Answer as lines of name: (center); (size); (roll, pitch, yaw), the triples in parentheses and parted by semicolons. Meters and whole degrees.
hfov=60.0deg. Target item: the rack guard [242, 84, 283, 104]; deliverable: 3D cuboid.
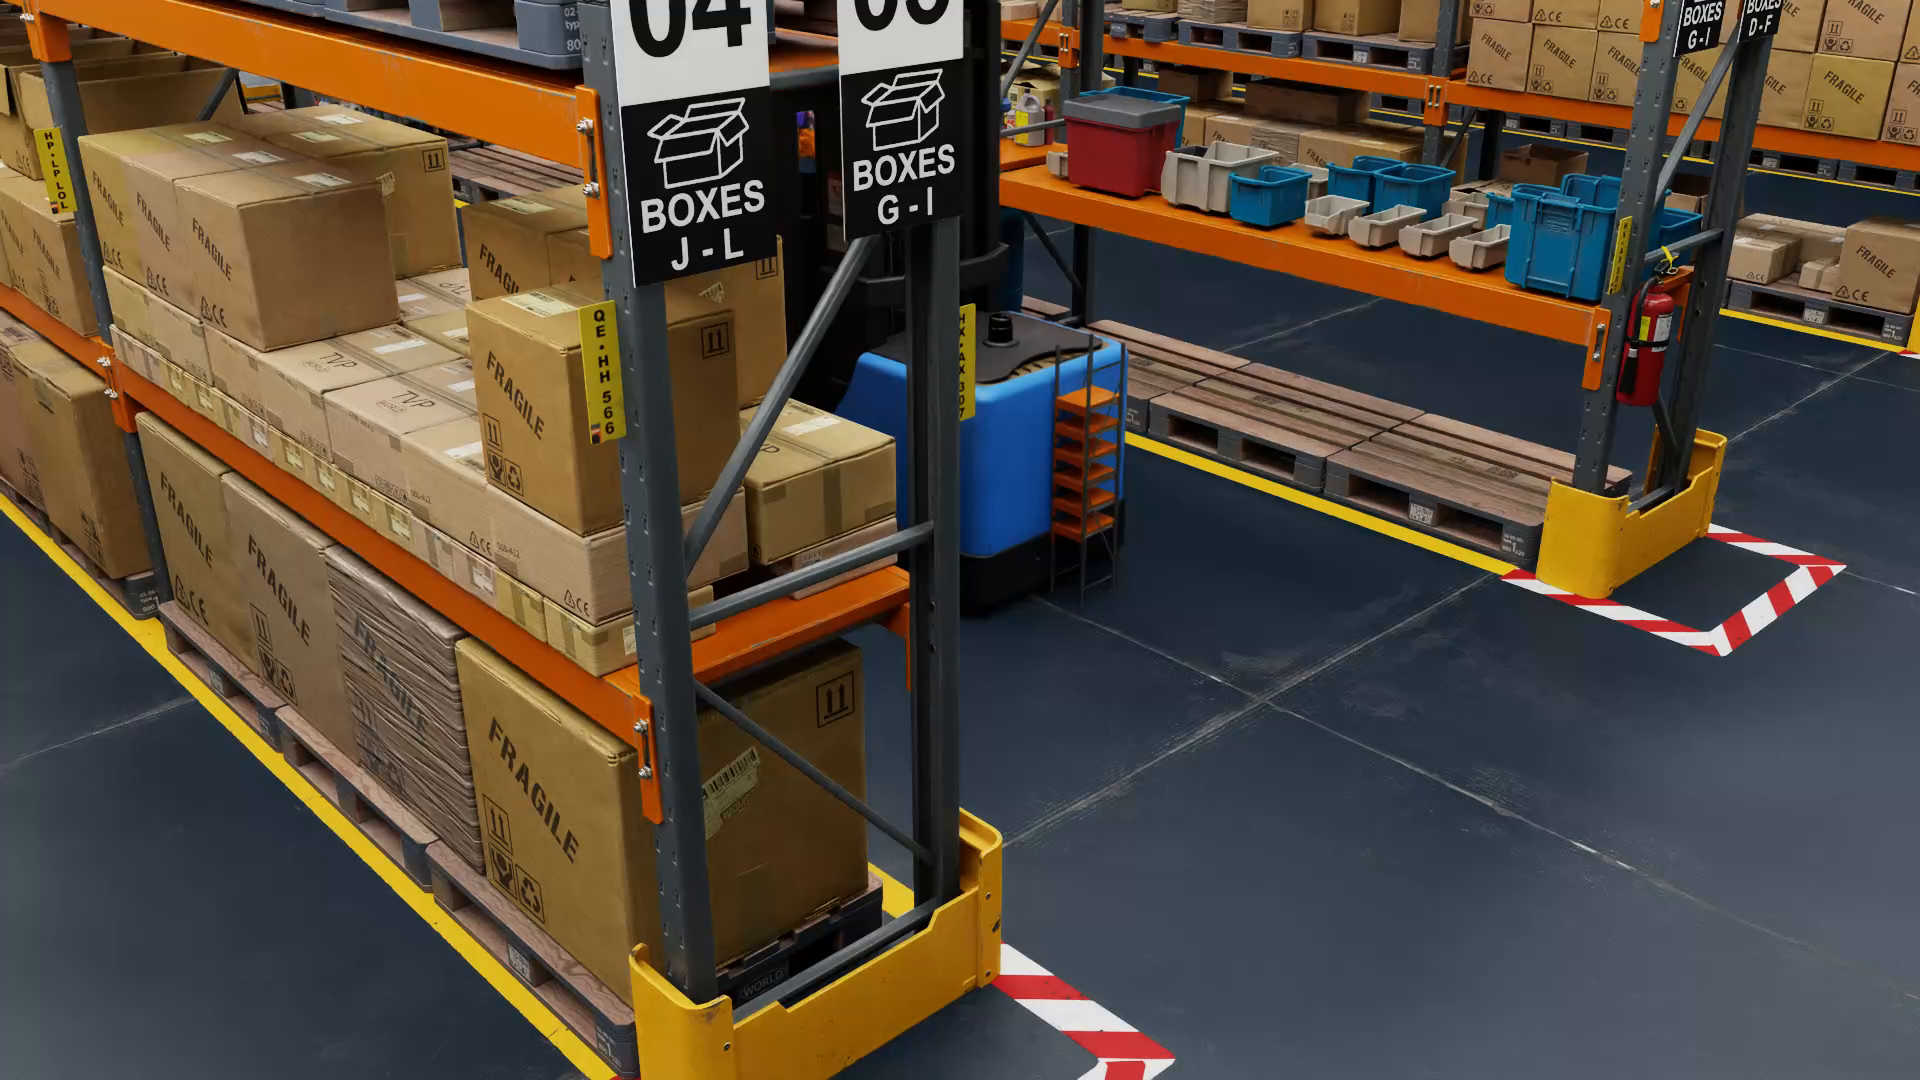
rack guard: (-7.639, -5.001, 18.610); (1.175, 0.500, 0.348); (-21, 32, -38)

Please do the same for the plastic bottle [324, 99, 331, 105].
plastic bottle: (-6.411, -4.335, 16.896); (0.097, 0.271, 0.097); (0, 25, 0)

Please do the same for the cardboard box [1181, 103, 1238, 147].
cardboard box: (2.164, -3.662, 15.145); (0.500, 0.500, 0.500); (-22, 32, -39)

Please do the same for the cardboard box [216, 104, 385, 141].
cardboard box: (-2.630, -1.452, 6.738); (0.500, 0.500, 0.500); (-20, 31, -37)

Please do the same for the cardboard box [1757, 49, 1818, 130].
cardboard box: (5.630, -3.118, 11.349); (0.500, 0.500, 0.500); (-21, 32, -38)

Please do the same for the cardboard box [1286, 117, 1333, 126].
cardboard box: (3.233, -3.507, 14.805); (0.500, 0.500, 0.500); (-21, 32, -38)

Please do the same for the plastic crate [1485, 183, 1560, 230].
plastic crate: (2.832, -1.619, 8.315); (0.416, 0.233, 0.300); (-21, 32, -38)

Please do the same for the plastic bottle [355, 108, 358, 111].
plastic bottle: (-5.915, -4.110, 16.387); (0.061, 0.283, 0.133); (-19, 30, -35)

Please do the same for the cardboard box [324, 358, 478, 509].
cardboard box: (-1.624, -0.342, 5.208); (0.500, 0.250, 0.500); (22, 33, 40)

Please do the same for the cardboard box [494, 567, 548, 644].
cardboard box: (-1.068, 0.126, 4.662); (0.380, 0.149, 0.250); (-21, 32, -38)

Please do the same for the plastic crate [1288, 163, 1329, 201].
plastic crate: (1.886, -1.978, 9.216); (0.293, 0.136, 0.466); (-21, 32, -38)

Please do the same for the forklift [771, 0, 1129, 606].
forklift: (-0.599, -1.556, 8.129); (1.130, 2.935, 3.031); (-22, 33, -40)

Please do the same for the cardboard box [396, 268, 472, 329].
cardboard box: (-1.941, -0.805, 6.222); (0.500, 0.250, 0.500); (-20, 32, -37)

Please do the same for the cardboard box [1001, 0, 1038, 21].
cardboard box: (0.544, -5.208, 16.355); (0.380, 0.149, 0.250); (-21, 32, -38)

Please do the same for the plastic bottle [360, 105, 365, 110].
plastic bottle: (-5.937, -4.207, 16.600); (0.061, 0.283, 0.133); (-21, 32, -38)

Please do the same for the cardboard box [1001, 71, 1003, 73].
cardboard box: (0.120, -4.722, 17.117); (0.500, 0.311, 0.500); (-21, 32, -39)

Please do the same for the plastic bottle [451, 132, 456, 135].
plastic bottle: (-5.028, -4.146, 16.565); (0.097, 0.201, 0.097); (0, 25, 0)

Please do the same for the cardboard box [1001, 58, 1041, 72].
cardboard box: (0.505, -4.878, 17.459); (0.500, 0.311, 0.500); (-22, 33, -40)

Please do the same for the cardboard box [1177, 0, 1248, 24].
cardboard box: (2.359, -4.875, 14.695); (0.700, 0.500, 0.500); (-15, 28, -29)

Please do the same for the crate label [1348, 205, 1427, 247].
crate label: (2.125, -1.573, 8.329); (0.396, 0.136, 0.243); (-21, 32, -38)

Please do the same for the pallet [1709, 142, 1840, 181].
pallet: (8.171, -3.802, 16.329); (1.003, 0.211, 1.213); (-21, 32, -38)

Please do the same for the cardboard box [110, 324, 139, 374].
cardboard box: (-3.180, -0.809, 6.712); (0.380, 0.149, 0.250); (-21, 32, -38)

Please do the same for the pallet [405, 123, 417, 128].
pallet: (-6.258, -4.253, 17.317); (1.003, 0.211, 1.213); (-21, 32, -38)

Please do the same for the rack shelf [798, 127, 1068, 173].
rack shelf: (-0.891, -2.791, 11.621); (1.077, 0.370, 4.000); (-21, 32, -38)

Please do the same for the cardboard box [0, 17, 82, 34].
cardboard box: (-4.942, -2.397, 8.561); (0.797, 0.503, 0.637); (-20, 31, -37)

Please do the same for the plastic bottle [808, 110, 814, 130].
plastic bottle: (-0.973, -2.852, 11.126); (0.097, 0.201, 0.097); (0, 25, 0)

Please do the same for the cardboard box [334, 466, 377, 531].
cardboard box: (-1.766, -0.183, 5.340); (0.380, 0.149, 0.250); (-21, 32, -38)

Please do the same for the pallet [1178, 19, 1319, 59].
pallet: (2.693, -4.453, 14.629); (1.003, 0.211, 1.213); (-21, 32, -38)

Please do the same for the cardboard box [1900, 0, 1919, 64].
cardboard box: (6.324, -3.262, 10.461); (0.500, 0.500, 0.500); (-22, 32, -39)

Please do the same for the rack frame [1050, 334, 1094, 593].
rack frame: (0.504, -0.333, 7.535); (0.240, 1.200, 0.006); (-22, 33, -40)

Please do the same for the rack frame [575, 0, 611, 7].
rack frame: (-0.405, -2.625, 3.162); (1.000, 3.000, 0.127); (-21, 32, -38)

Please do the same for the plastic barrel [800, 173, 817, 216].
plastic barrel: (-1.139, -2.333, 12.149); (0.600, 0.588, 0.708); (-21, 32, -38)

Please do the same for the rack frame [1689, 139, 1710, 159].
rack frame: (7.708, -5.323, 16.304); (1.000, 3.000, 0.127); (-21, 32, -38)

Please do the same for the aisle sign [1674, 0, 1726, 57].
aisle sign: (3.046, -2.378, 6.717); (0.394, 0.787, 0.004); (-21, 32, -38)

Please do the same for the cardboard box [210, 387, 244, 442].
cardboard box: (-2.464, -0.493, 6.020); (0.380, 0.149, 0.250); (-22, 32, -39)

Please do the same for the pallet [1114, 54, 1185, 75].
pallet: (2.773, -6.243, 21.680); (1.003, 0.211, 1.213); (-21, 32, -38)

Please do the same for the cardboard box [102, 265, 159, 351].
cardboard box: (-3.009, -0.958, 6.558); (0.500, 0.250, 0.500); (-22, 32, -39)

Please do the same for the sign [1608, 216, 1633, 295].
sign: (2.820, -1.214, 7.100); (0.100, 0.325, 0.005); (-21, 32, -38)

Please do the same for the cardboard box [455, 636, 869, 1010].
cardboard box: (-0.901, 0.709, 5.136); (0.875, 0.875, 0.875); (-21, 32, -38)

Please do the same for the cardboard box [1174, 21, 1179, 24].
cardboard box: (3.145, -6.449, 21.254); (0.700, 0.500, 0.500); (-22, 32, -39)

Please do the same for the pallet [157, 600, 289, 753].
pallet: (-2.676, 0.414, 7.089); (1.003, 0.211, 1.213); (-21, 32, -38)

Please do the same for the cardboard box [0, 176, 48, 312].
cardboard box: (-3.991, -1.369, 7.516); (0.500, 0.500, 0.500); (-20, 31, -37)

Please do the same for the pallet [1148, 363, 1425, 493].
pallet: (1.845, -0.662, 9.447); (1.003, 0.211, 1.213); (-21, 32, -38)

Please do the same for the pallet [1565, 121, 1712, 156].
pallet: (7.126, -4.267, 17.348); (1.003, 0.211, 1.213); (-21, 32, -38)

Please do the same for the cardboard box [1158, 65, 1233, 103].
cardboard box: (2.213, -4.300, 15.640); (0.500, 0.250, 0.500); (-20, 31, -37)

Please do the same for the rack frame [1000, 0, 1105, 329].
rack frame: (0.476, -2.512, 10.143); (1.000, 3.000, 0.127); (-21, 32, -38)

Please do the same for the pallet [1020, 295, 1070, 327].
pallet: (-0.021, -1.489, 11.261); (1.003, 0.211, 1.213); (-21, 32, -38)

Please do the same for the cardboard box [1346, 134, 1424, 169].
cardboard box: (3.548, -3.048, 13.798); (0.500, 0.500, 0.500); (-21, 32, -39)

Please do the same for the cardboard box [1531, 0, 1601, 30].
cardboard box: (4.564, -4.038, 12.163); (0.500, 0.500, 0.500); (-22, 33, -40)

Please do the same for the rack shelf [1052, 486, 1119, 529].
rack shelf: (0.569, -0.156, 7.543); (0.258, 0.103, 0.180); (-22, 33, -40)

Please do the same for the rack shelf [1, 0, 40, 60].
rack shelf: (-4.506, -2.751, 7.918); (1.077, 0.370, 4.000); (-21, 32, -38)

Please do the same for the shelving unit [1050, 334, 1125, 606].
shelving unit: (0.569, -0.306, 7.475); (0.258, 1.200, 0.189); (-22, 33, -40)

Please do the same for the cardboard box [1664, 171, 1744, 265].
cardboard box: (5.382, -2.413, 12.403); (0.797, 0.503, 0.637); (-21, 32, -38)

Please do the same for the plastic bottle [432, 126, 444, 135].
plastic bottle: (-5.208, -4.181, 16.544); (0.061, 0.283, 0.133); (-21, 32, -38)

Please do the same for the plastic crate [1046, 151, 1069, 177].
plastic crate: (0.690, -2.238, 9.788); (0.396, 0.136, 0.243); (-21, 32, -38)

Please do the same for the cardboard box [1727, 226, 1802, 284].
cardboard box: (5.650, -2.045, 11.902); (0.500, 0.250, 0.500); (-21, 32, -38)
